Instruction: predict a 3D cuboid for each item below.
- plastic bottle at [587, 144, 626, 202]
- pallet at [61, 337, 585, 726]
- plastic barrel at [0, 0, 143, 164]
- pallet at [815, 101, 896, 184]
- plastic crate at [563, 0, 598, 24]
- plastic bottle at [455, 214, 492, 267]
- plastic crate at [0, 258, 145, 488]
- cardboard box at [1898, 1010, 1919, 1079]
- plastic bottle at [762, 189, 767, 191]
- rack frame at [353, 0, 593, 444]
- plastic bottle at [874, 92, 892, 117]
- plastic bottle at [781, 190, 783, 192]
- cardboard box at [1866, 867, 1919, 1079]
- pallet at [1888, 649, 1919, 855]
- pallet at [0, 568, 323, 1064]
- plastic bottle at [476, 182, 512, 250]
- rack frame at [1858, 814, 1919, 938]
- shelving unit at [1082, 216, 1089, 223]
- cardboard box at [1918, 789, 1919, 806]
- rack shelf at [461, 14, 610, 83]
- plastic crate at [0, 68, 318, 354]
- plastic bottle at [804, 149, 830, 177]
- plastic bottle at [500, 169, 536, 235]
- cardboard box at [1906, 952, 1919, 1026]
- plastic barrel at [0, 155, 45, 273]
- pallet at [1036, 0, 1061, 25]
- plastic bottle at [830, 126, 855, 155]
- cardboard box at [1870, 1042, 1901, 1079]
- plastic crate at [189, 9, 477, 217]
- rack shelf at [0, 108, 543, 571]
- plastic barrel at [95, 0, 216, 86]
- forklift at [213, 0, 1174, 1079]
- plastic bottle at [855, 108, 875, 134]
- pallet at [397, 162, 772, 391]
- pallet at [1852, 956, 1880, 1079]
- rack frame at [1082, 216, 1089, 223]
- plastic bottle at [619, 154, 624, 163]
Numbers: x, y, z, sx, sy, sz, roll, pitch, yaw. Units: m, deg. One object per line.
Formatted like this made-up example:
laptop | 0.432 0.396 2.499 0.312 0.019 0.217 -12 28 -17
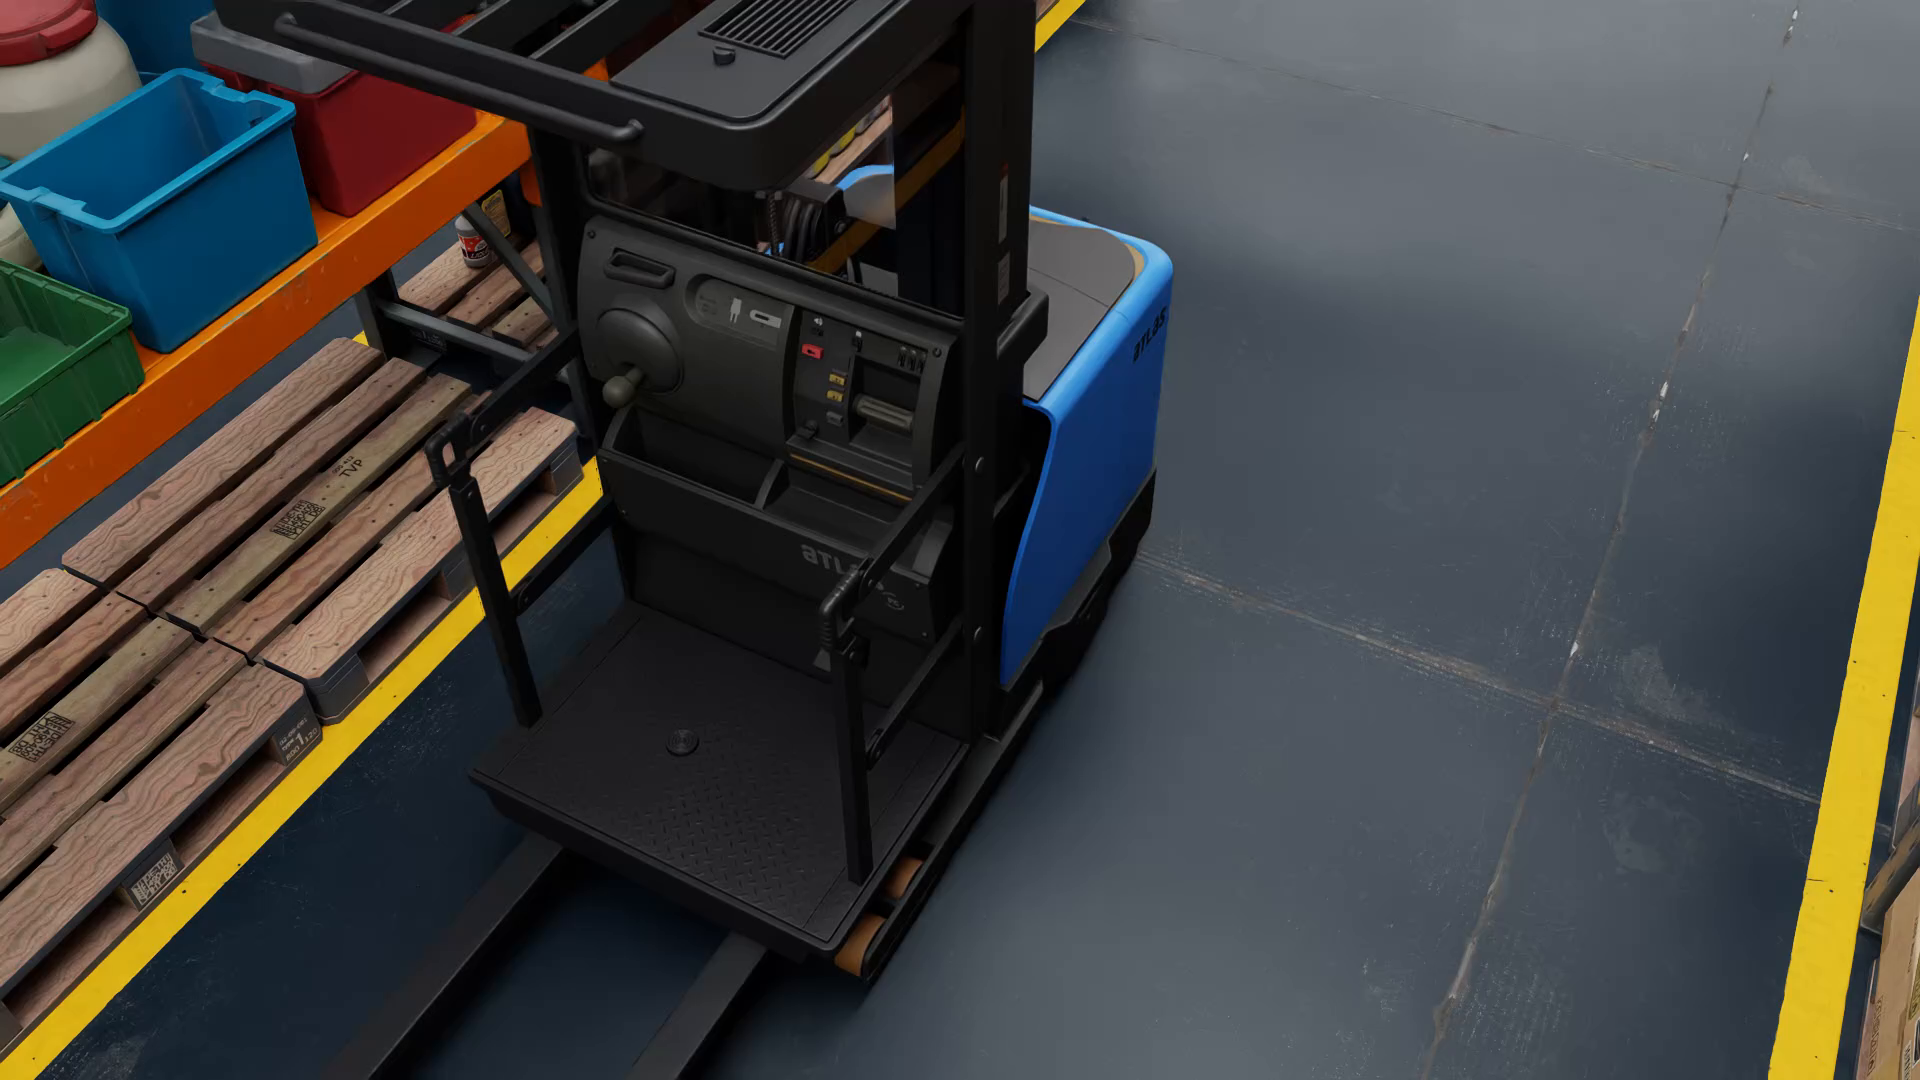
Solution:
plastic bottle | -1.335 -1.355 6.086 0.152 0.276 0.135 20 49 19
pallet | -1.941 -0.081 5.182 1.003 0.211 1.213 20 49 19
plastic barrel | -2.249 -1.087 4.119 0.433 0.535 0.433 0 45 0
pallet | -0.697 -1.770 6.851 1.003 0.211 1.213 20 49 19
plastic crate | -1.255 -1.835 4.998 0.767 0.338 0.504 20 49 19
plastic bottle | -1.718 -1.072 5.858 0.097 0.201 0.097 0 45 0
plastic crate | -2.169 -0.304 3.591 0.450 0.188 0.662 20 49 19
cardboard box | 2.125 1.182 3.216 0.500 0.311 0.500 20 49 19
plastic bottle | -0.781 -1.283 5.962 0.144 0.351 0.185 19 48 17
rack frame | -1.611 -1.569 4.692 1.000 3.000 0.127 20 49 19
plastic bottle | -0.359 -1.835 6.560 0.152 0.276 0.135 21 49 19
plastic bottle | -0.667 -1.350 6.075 0.061 0.283 0.133 23 50 21
cardboard box | 2.368 1.060 3.732 0.500 0.250 0.500 19 48 18
pallet | 3.181 0.562 4.546 1.003 0.211 1.213 20 49 19
pallet | -2.506 0.690 4.420 1.003 0.211 1.213 20 49 19
plastic bottle | -1.680 -1.181 5.909 0.061 0.283 0.133 23 50 21
rack frame | 2.775 0.069 3.073 1.000 3.000 0.127 20 49 19
shelving unit | 0.228 -0.616 5.226 0.258 0.900 0.210 21 49 20
cardboard box | 2.797 0.523 4.262 0.500 0.250 0.500 20 49 19
rack shelf | -0.682 -2.576 6.193 1.077 0.370 4.000 20 49 19
plastic crate | -1.847 -0.766 3.909 0.392 0.384 0.575 20 49 19
plastic bottle | -0.584 -1.551 6.227 0.144 0.351 0.185 20 49 19
plastic bottle | -1.567 -1.294 5.973 0.144 0.351 0.185 19 48 18
cardboard box | 2.362 0.869 3.526 0.500 0.311 0.500 21 49 19
plastic barrel | -2.361 -0.737 3.967 0.301 0.262 0.301 0 45 0
pallet | -0.129 -2.535 7.607 1.003 0.211 1.213 20 49 19
plastic bottle | -0.497 -1.668 6.343 0.144 0.351 0.185 22 49 21
cardboard box | 2.130 1.381 3.414 0.500 0.250 0.500 22 49 20
plastic crate | -1.565 -1.186 4.268 0.402 0.464 0.583 20 49 19
rack shelf | -2.539 -0.056 3.703 1.077 0.370 4.000 20 49 19
plastic barrel | -2.058 -1.602 4.372 0.600 0.901 0.708 20 49 19
forklift | -0.545 -0.312 3.498 1.130 2.935 3.031 21 49 20
plastic bottle | -0.424 -1.747 6.474 0.152 0.276 0.135 19 48 18
pallet | -1.262 -0.998 6.088 1.003 0.211 1.213 20 49 19
pallet | 2.467 1.526 3.594 1.003 0.211 1.213 20 49 19
rack frame | 0.276 -0.679 5.289 0.240 0.900 0.006 21 49 20
plastic bottle | -1.328 -1.618 6.293 0.144 0.351 0.185 20 49 19
